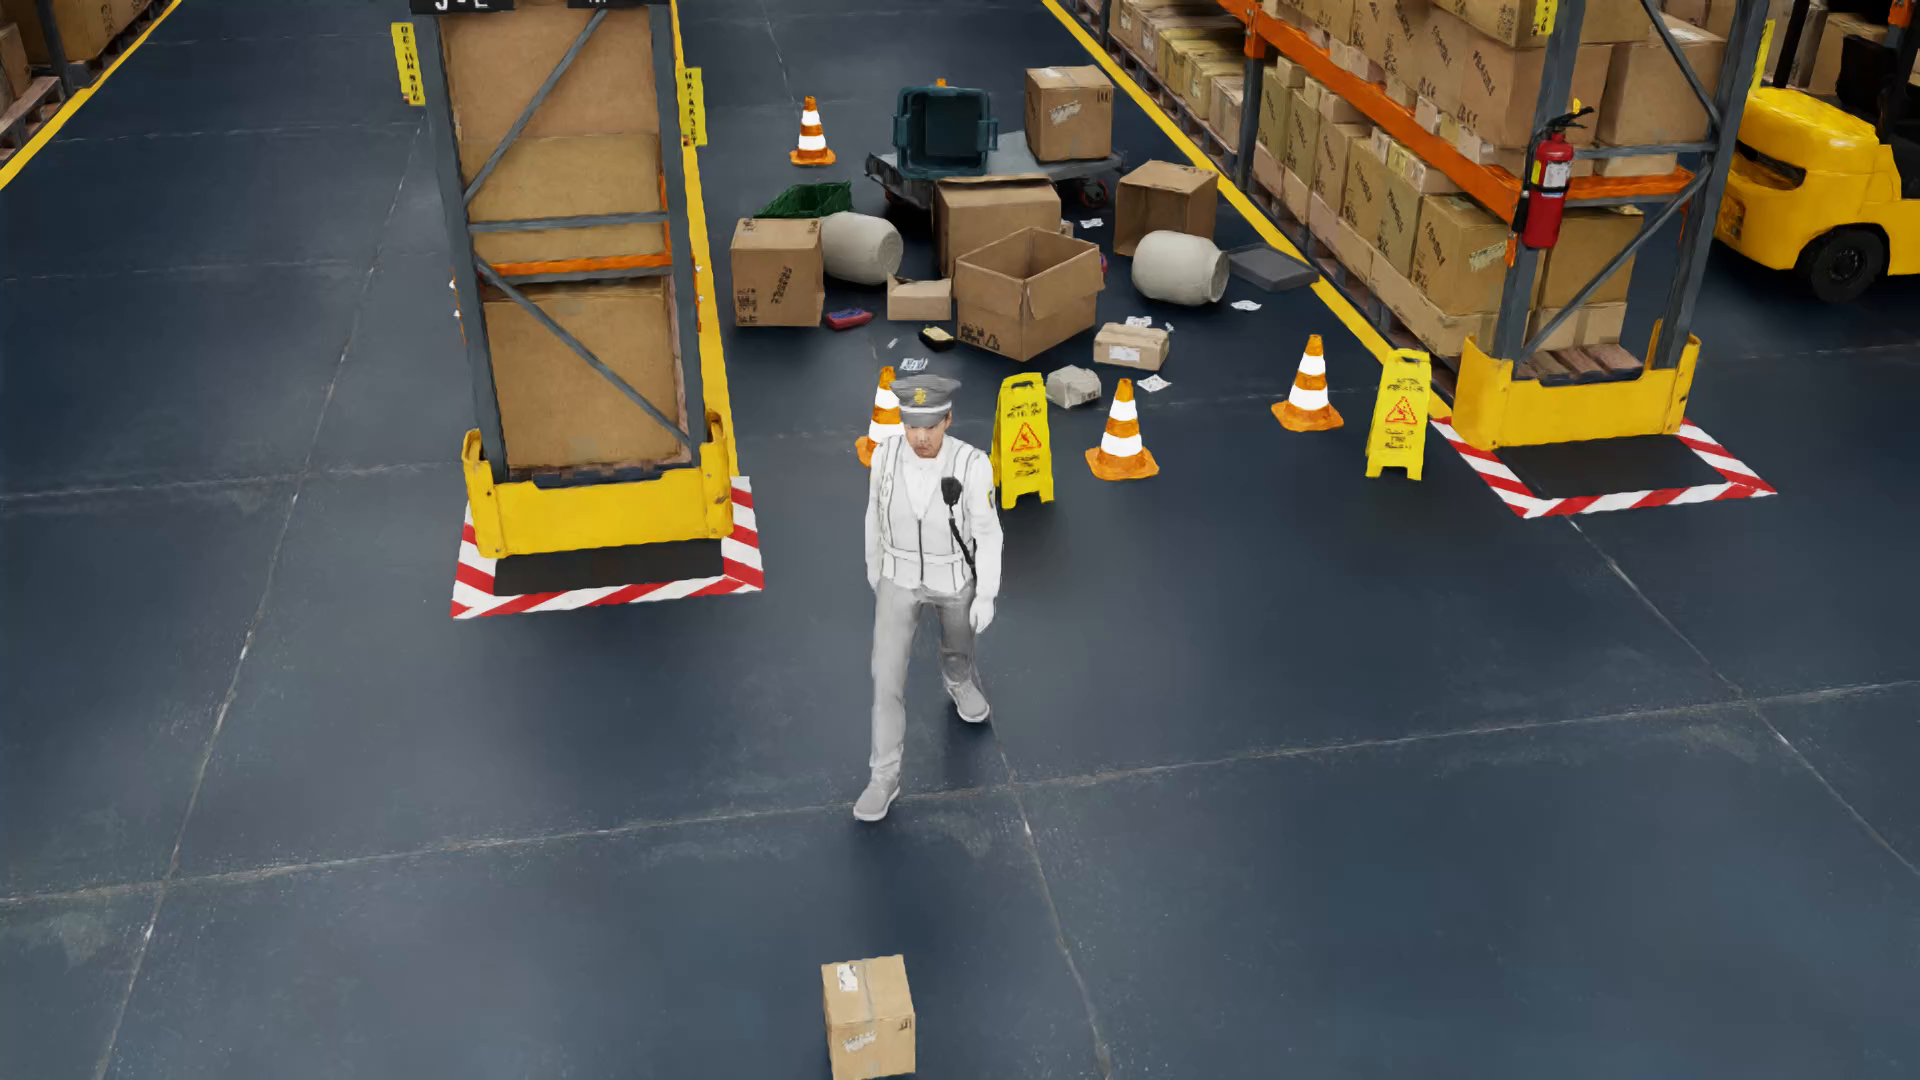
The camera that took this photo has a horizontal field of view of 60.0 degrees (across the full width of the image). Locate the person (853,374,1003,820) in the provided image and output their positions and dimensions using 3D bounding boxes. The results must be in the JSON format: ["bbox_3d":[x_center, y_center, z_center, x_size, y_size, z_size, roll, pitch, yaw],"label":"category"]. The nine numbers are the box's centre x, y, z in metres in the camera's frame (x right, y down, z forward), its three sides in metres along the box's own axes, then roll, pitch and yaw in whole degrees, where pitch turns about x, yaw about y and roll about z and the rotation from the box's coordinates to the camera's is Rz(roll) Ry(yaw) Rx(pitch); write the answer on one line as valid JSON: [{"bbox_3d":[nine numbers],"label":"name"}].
[{"bbox_3d":[-0.106,0.135,5.911,0.520,1.636,0.923,5,31,8],"label":"person"}]
